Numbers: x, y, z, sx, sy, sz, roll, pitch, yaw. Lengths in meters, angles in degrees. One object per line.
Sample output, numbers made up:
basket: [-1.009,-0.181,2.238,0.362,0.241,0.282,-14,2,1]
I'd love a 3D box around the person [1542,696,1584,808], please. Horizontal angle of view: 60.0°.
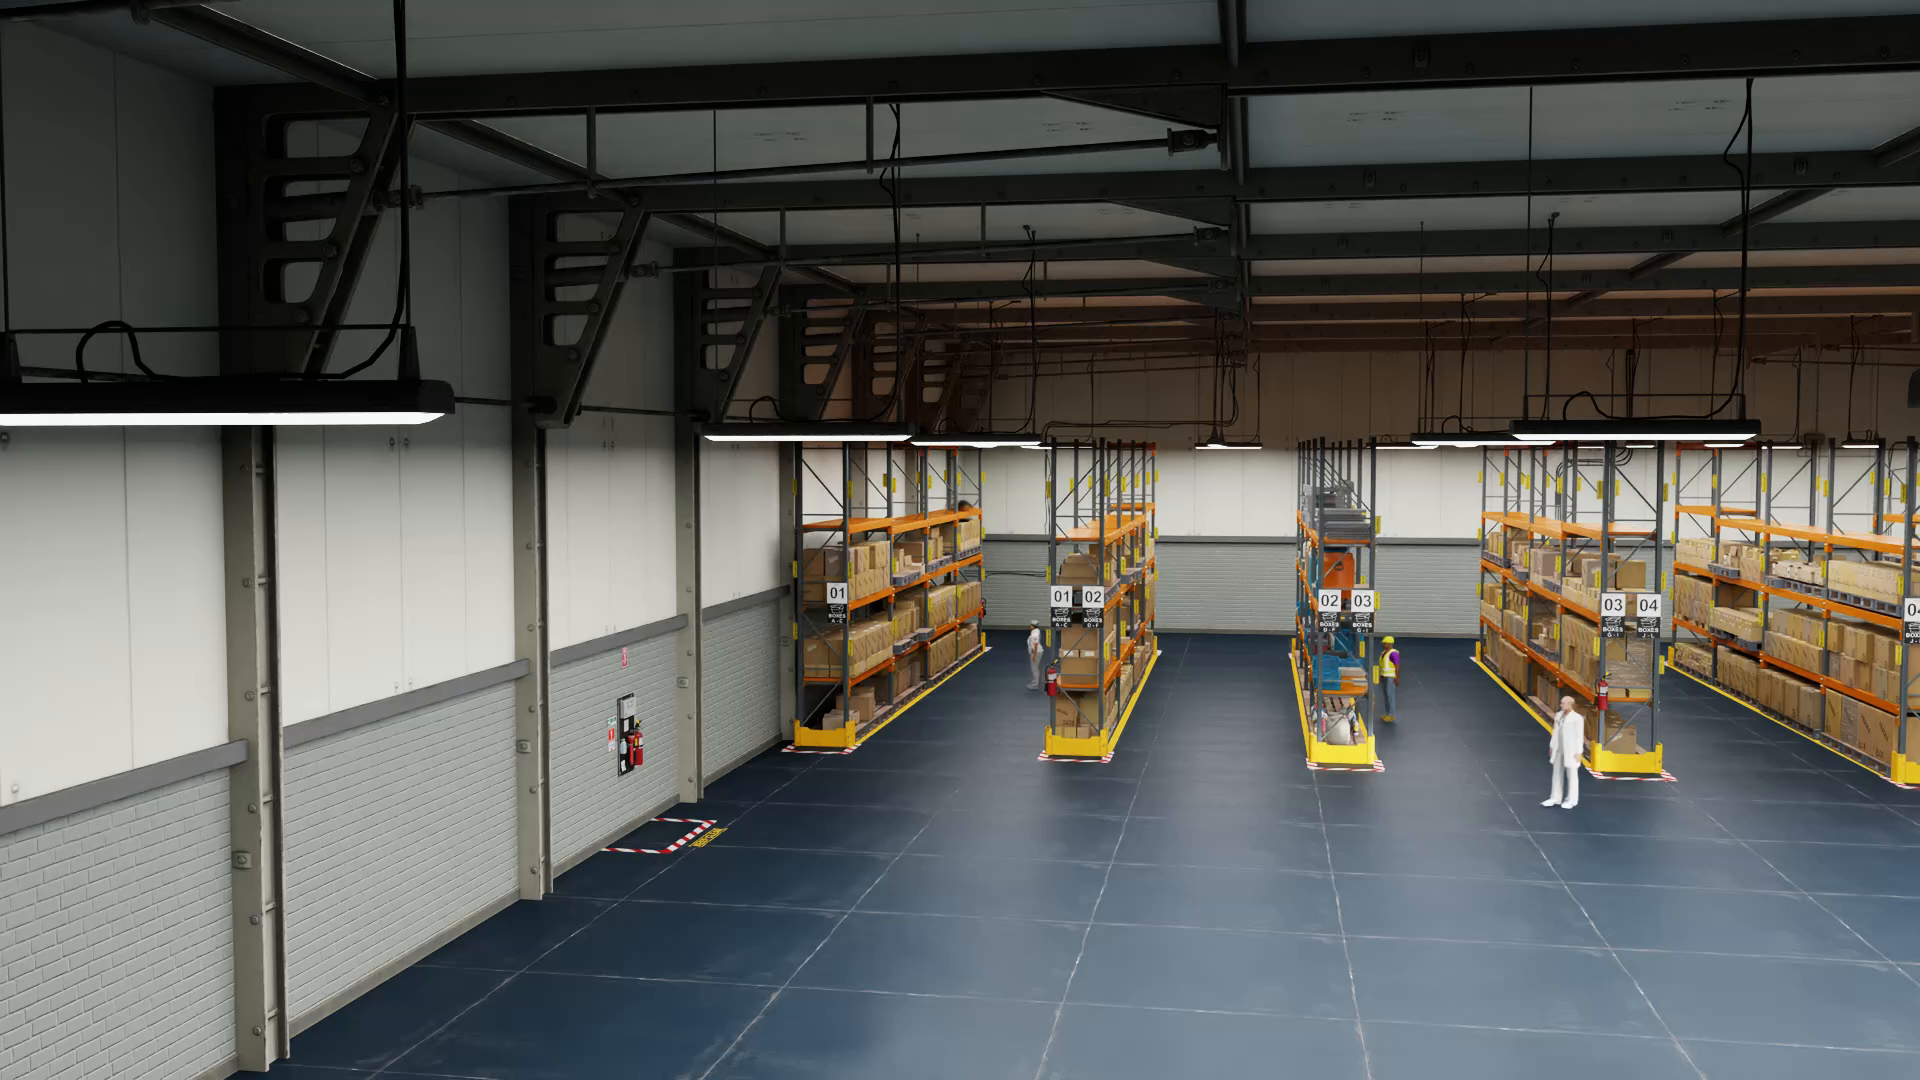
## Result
person: [9.715,3.404,26.741,0.522,1.795,0.604,-2,4,-31]

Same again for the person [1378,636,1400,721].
person: [9.128,2.953,35.562,0.465,1.773,0.674,-1,3,-14]

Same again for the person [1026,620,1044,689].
person: [1.804,2.758,40.174,0.436,1.666,0.531,0,3,7]
